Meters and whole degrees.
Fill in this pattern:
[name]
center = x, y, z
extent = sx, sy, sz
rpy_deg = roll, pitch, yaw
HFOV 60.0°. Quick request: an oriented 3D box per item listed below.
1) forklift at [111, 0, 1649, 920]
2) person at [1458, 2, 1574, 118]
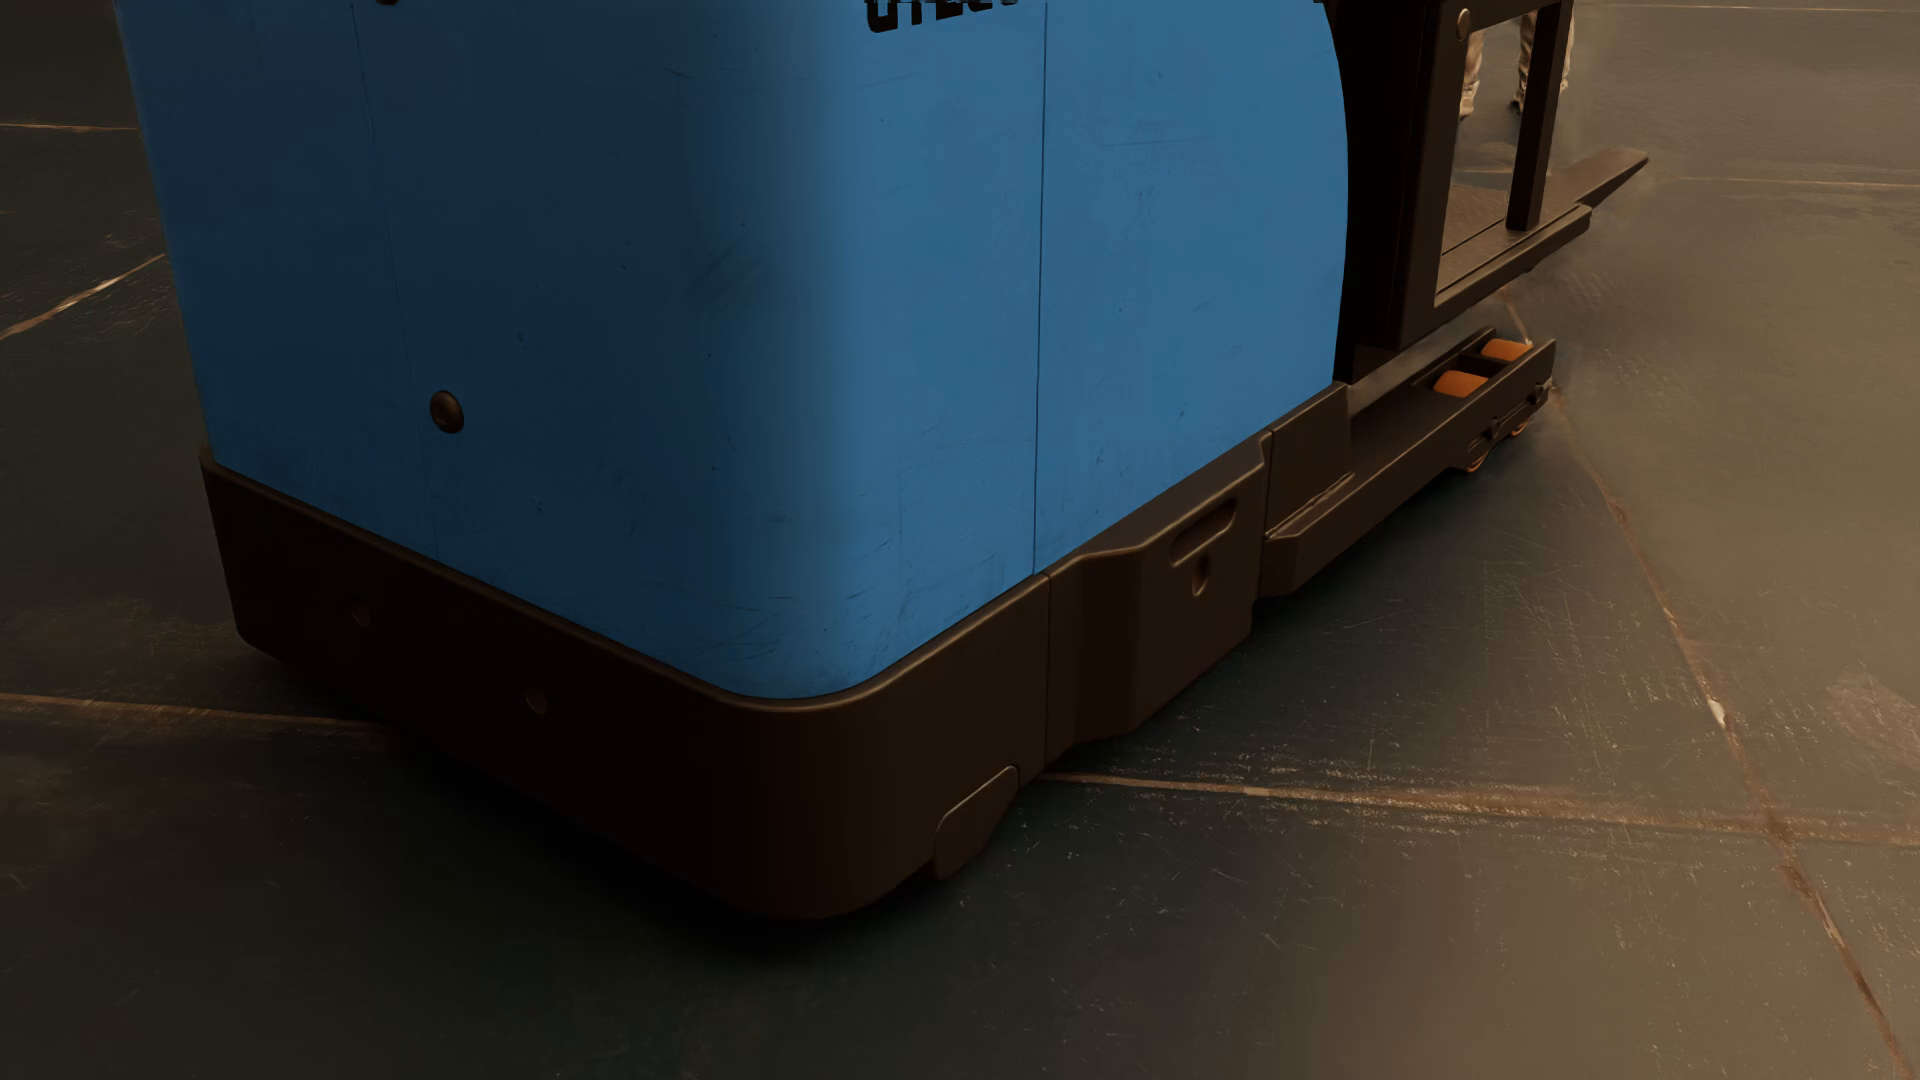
[forklift]
center = 0.365, -1.540, 2.303
extent = 1.130, 2.935, 3.031
rpy_deg = 19, 32, 33
[person]
center = 1.588, -2.118, 4.754
extent = 0.651, 1.788, 0.525
rpy_deg = 3, 27, 6
